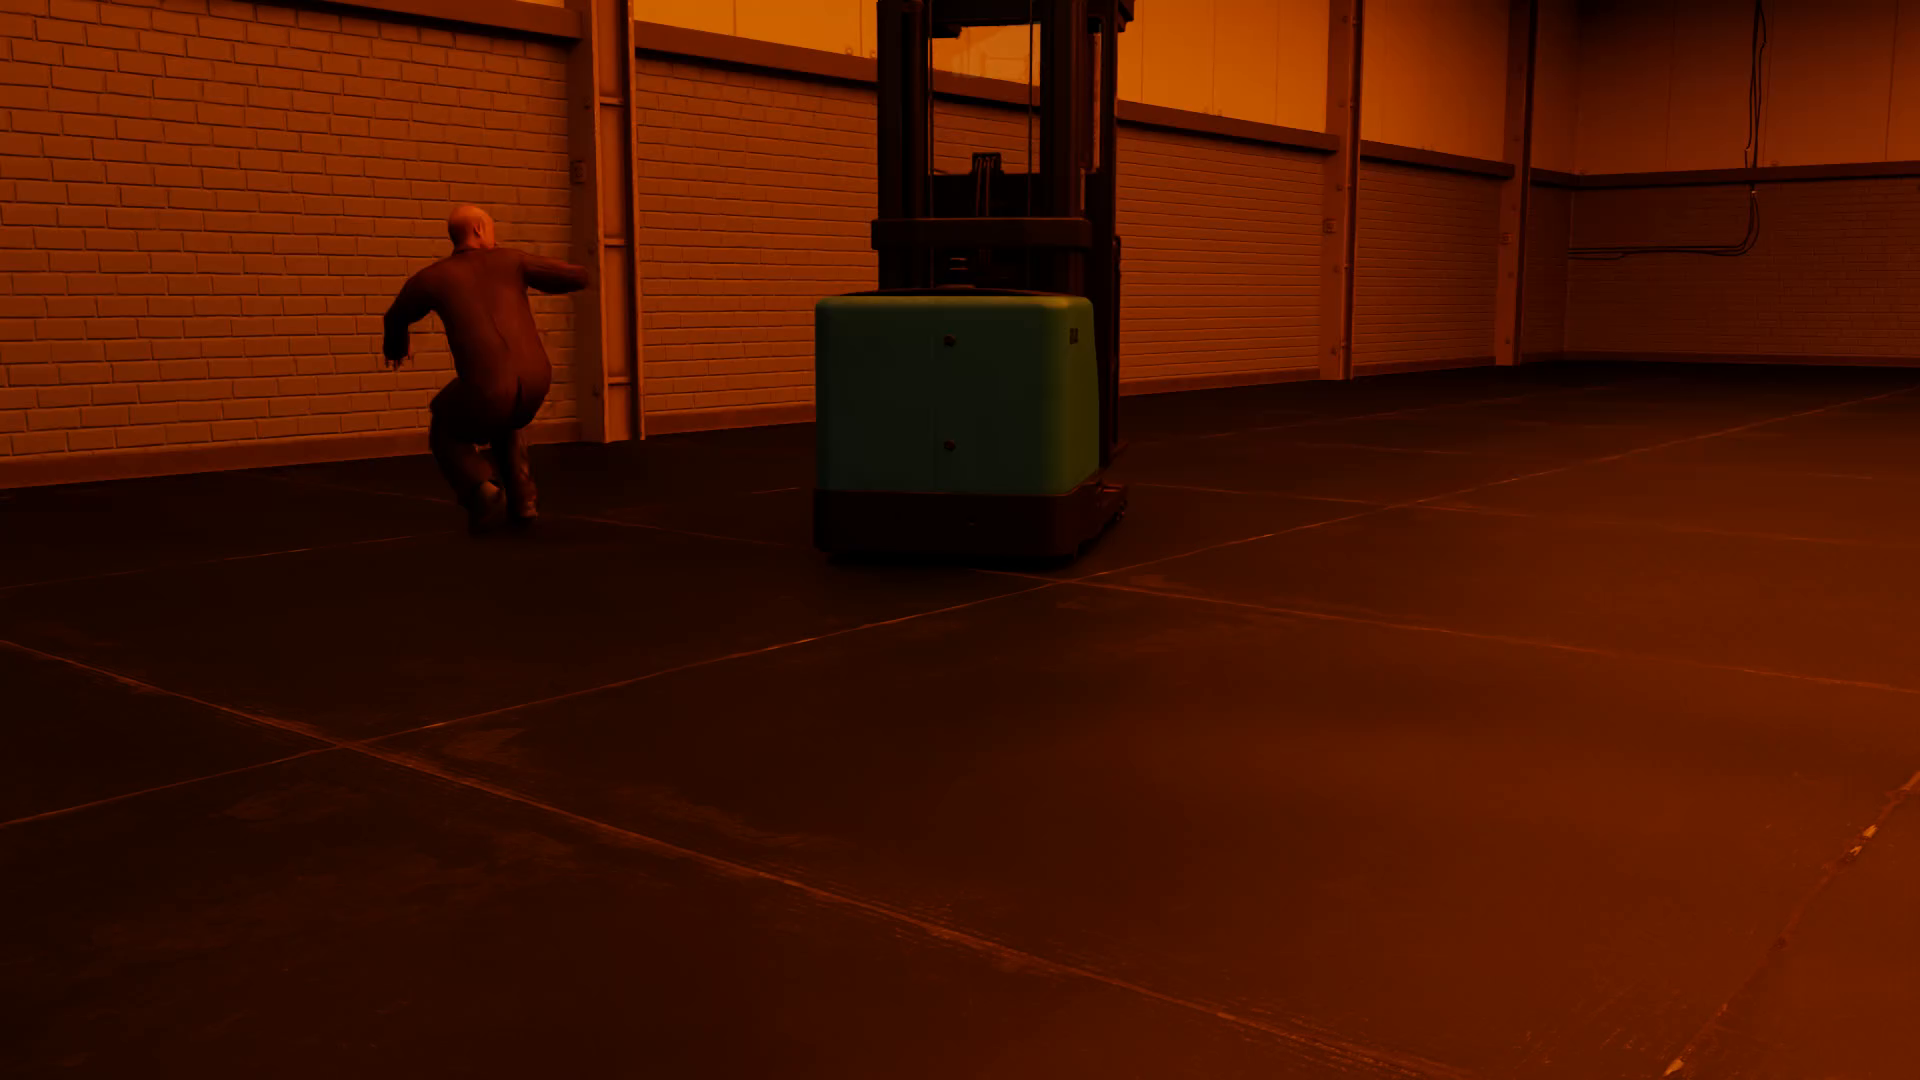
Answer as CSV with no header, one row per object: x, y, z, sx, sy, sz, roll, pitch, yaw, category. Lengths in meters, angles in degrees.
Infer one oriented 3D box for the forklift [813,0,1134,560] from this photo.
0.216,-1.542,7.818,1.130,2.935,3.031,2,9,12,forklift

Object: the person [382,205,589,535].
-2.222,-0.792,7.770,0.844,1.497,0.991,-5,10,-32,person
